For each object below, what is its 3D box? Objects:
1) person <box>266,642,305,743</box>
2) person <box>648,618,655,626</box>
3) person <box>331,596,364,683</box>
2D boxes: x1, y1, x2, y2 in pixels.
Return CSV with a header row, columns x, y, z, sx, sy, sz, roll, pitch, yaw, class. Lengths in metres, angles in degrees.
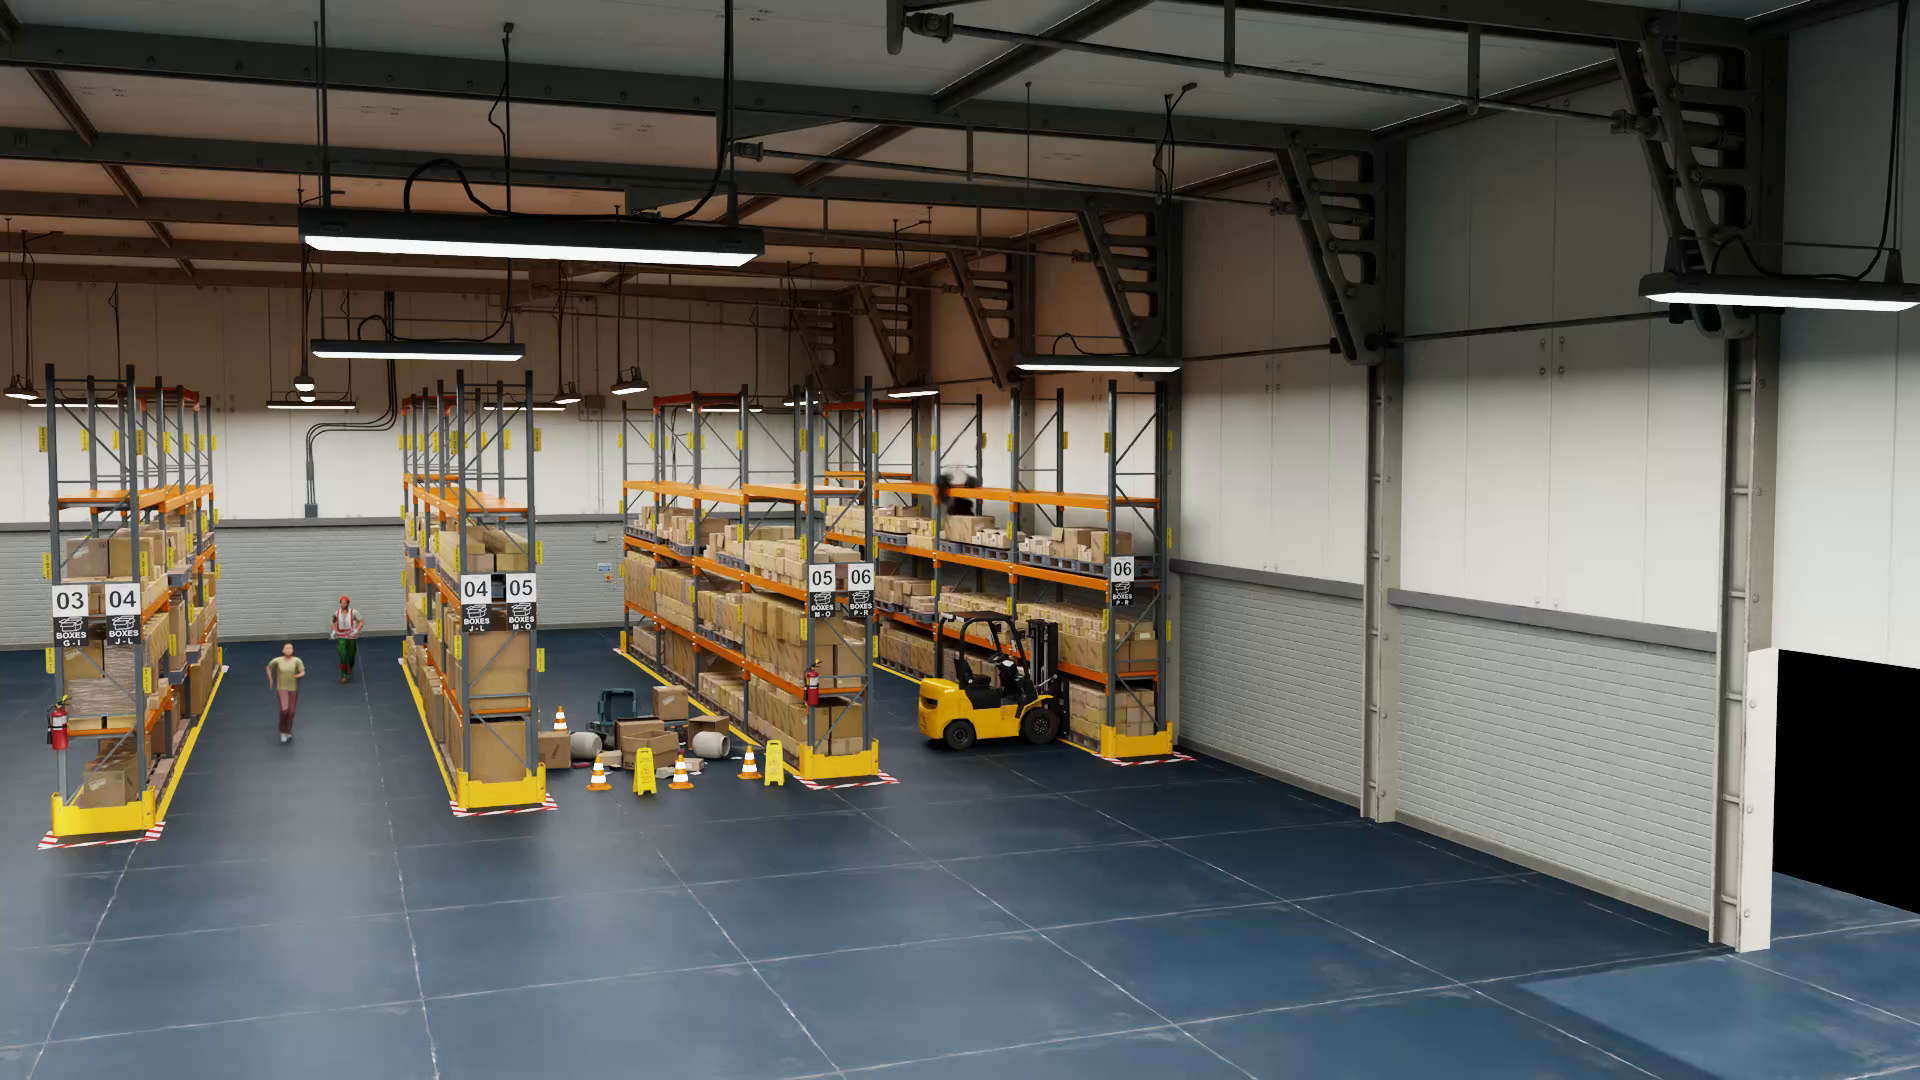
x,y,z,sx,sy,sz,roll,pitch,yaw,class
-11.257,2.537,27.841,0.559,1.679,0.647,-2,4,-34,person
-7.426,1.699,41.129,0.862,1.767,0.747,1,4,23,person
-12.846,2.060,34.874,0.662,1.788,0.878,-1,3,-14,person
